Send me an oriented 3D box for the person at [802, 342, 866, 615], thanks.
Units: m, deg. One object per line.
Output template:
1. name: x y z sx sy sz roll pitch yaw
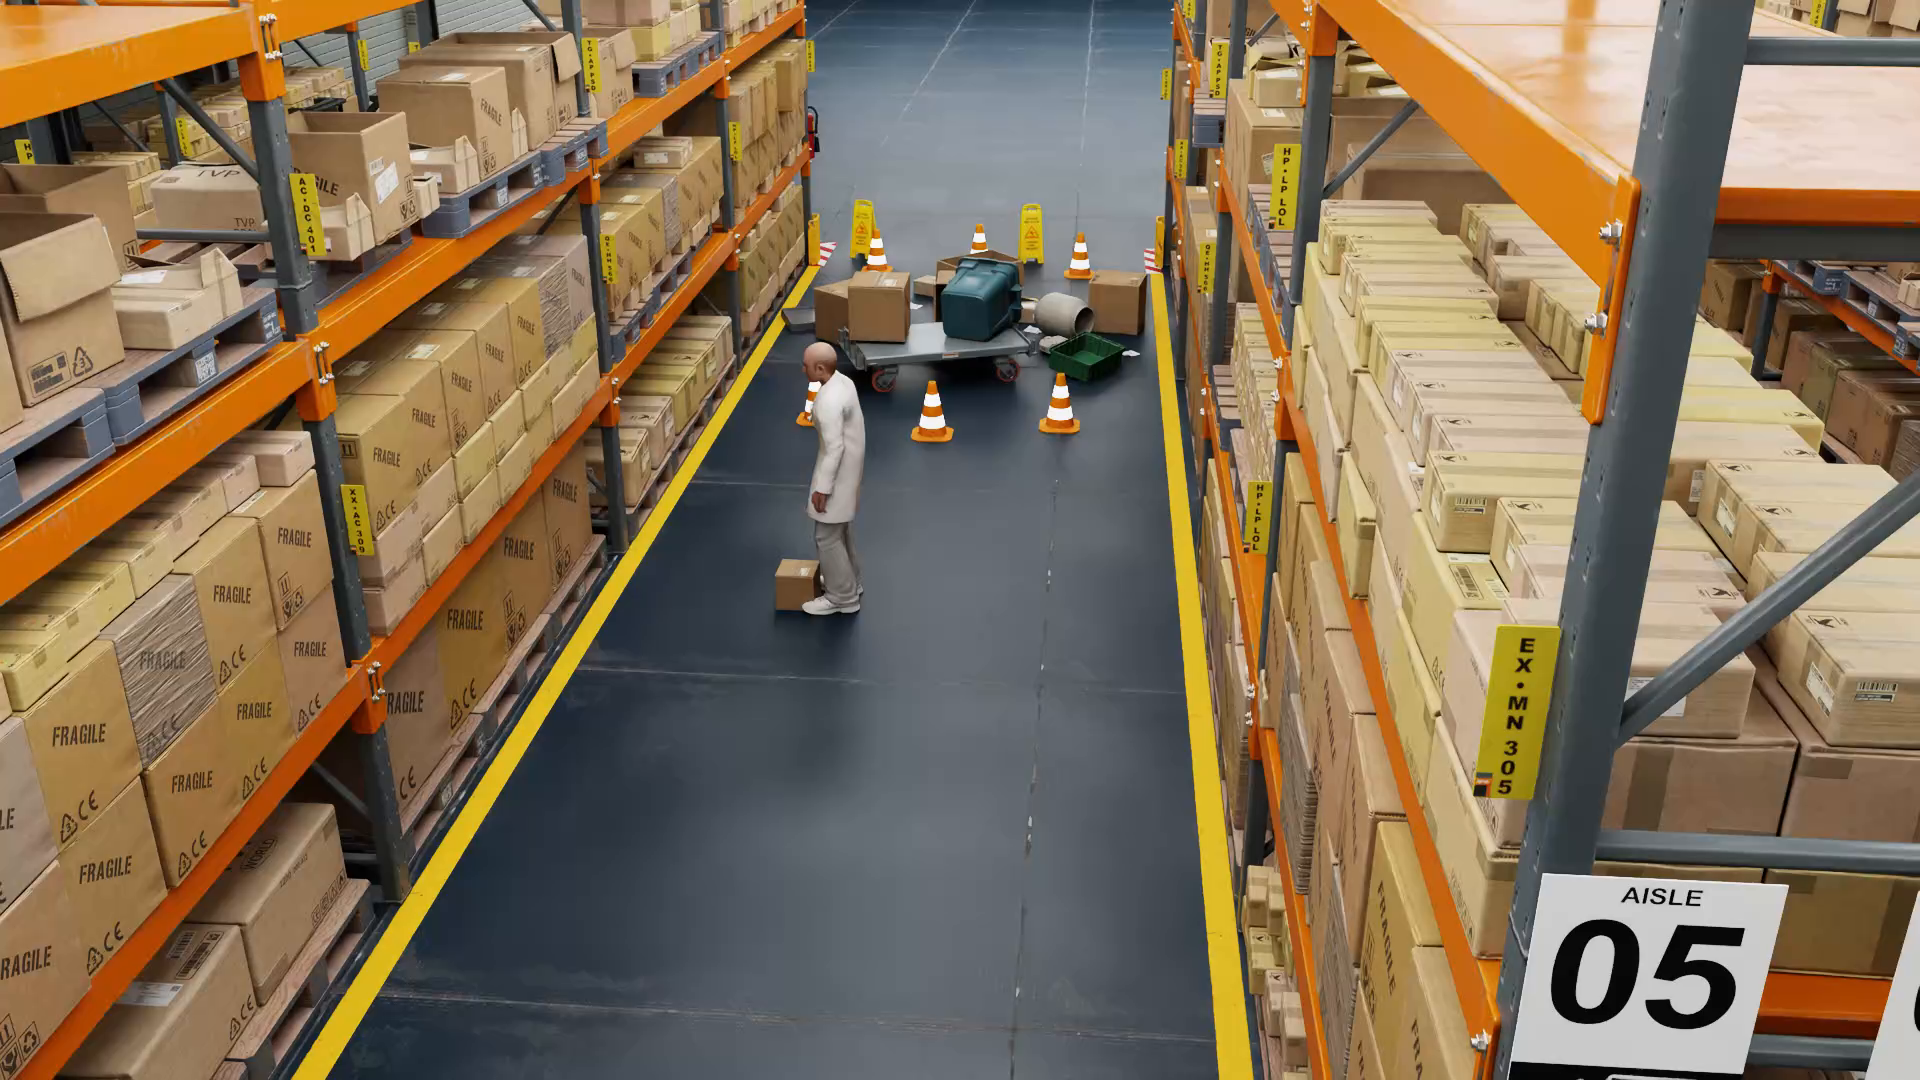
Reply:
1. person: -0.805 -0.398 10.508 0.425 1.774 0.644 2 24 4
